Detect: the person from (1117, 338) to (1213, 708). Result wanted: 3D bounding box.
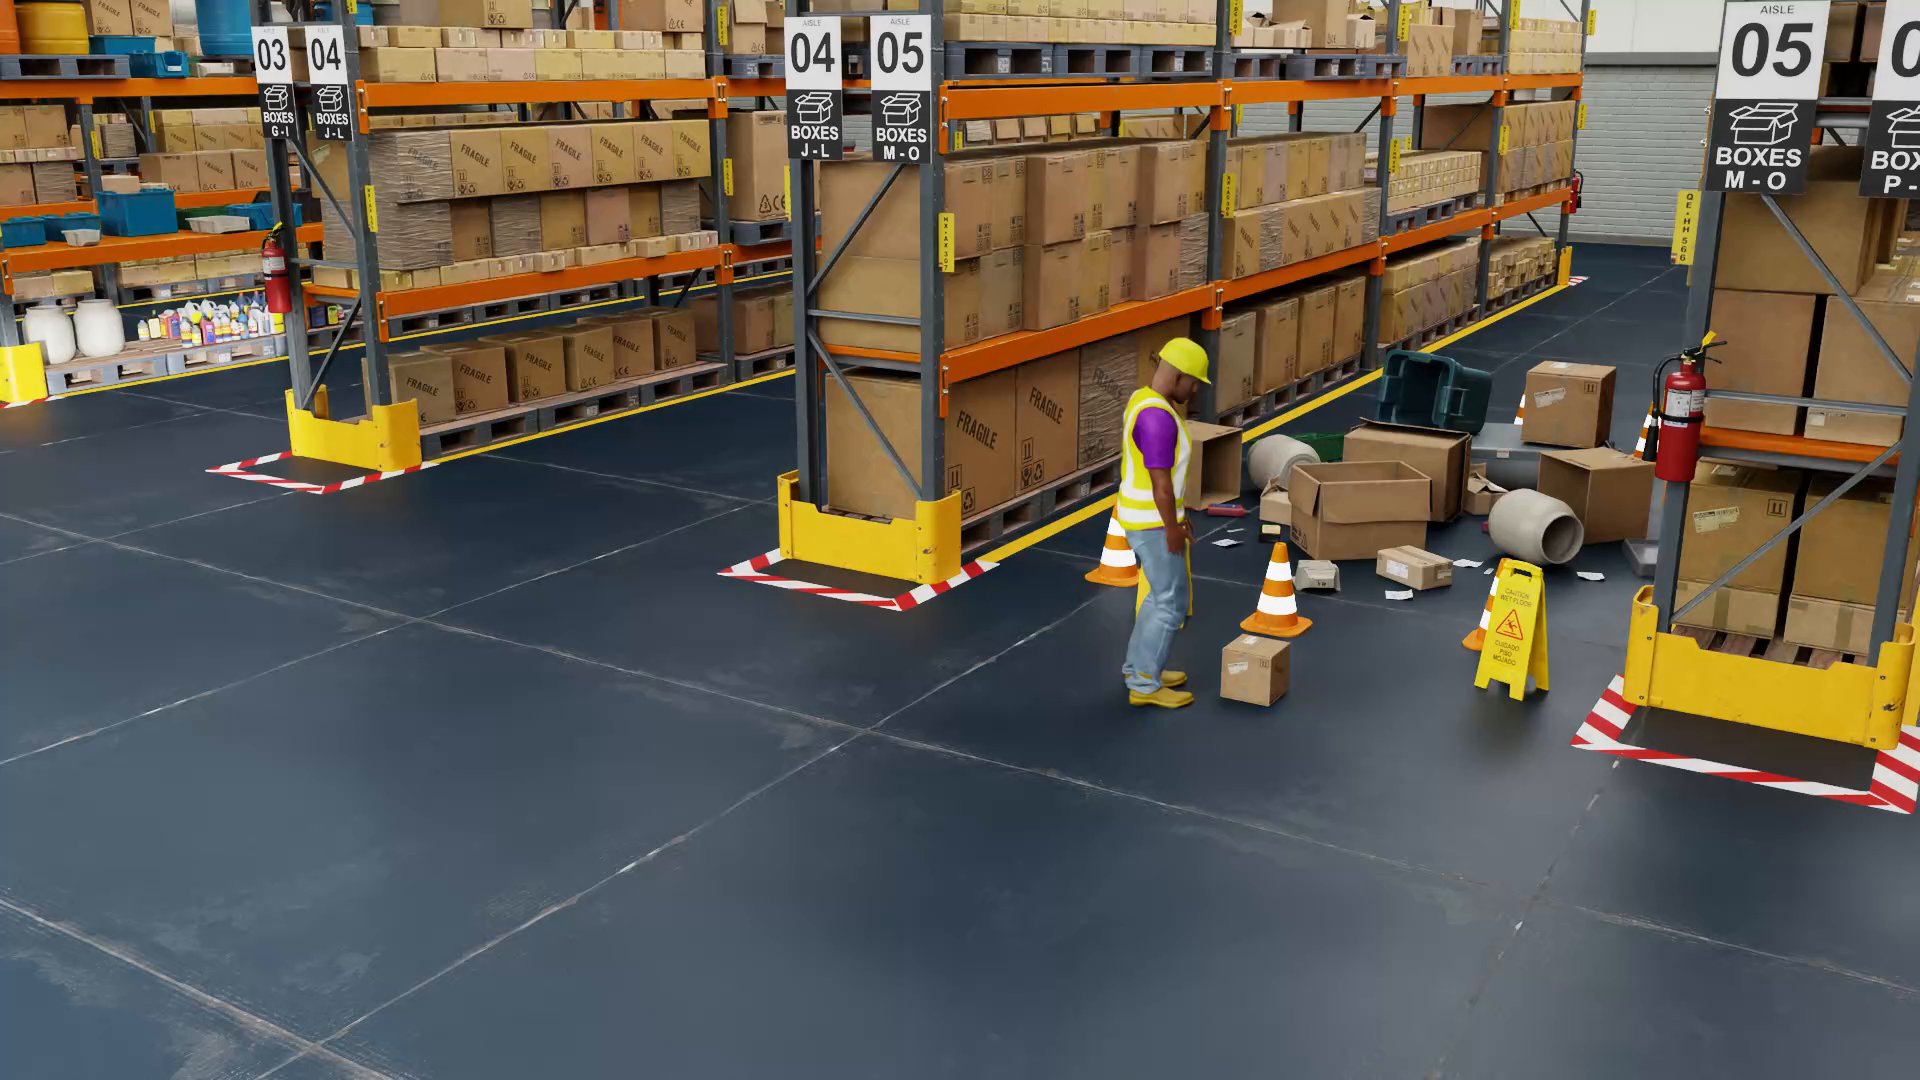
[{"bbox_3d":[0.957,-0.094,7.881,0.422,1.733,0.584,1,16,3],"label":"person"}]
